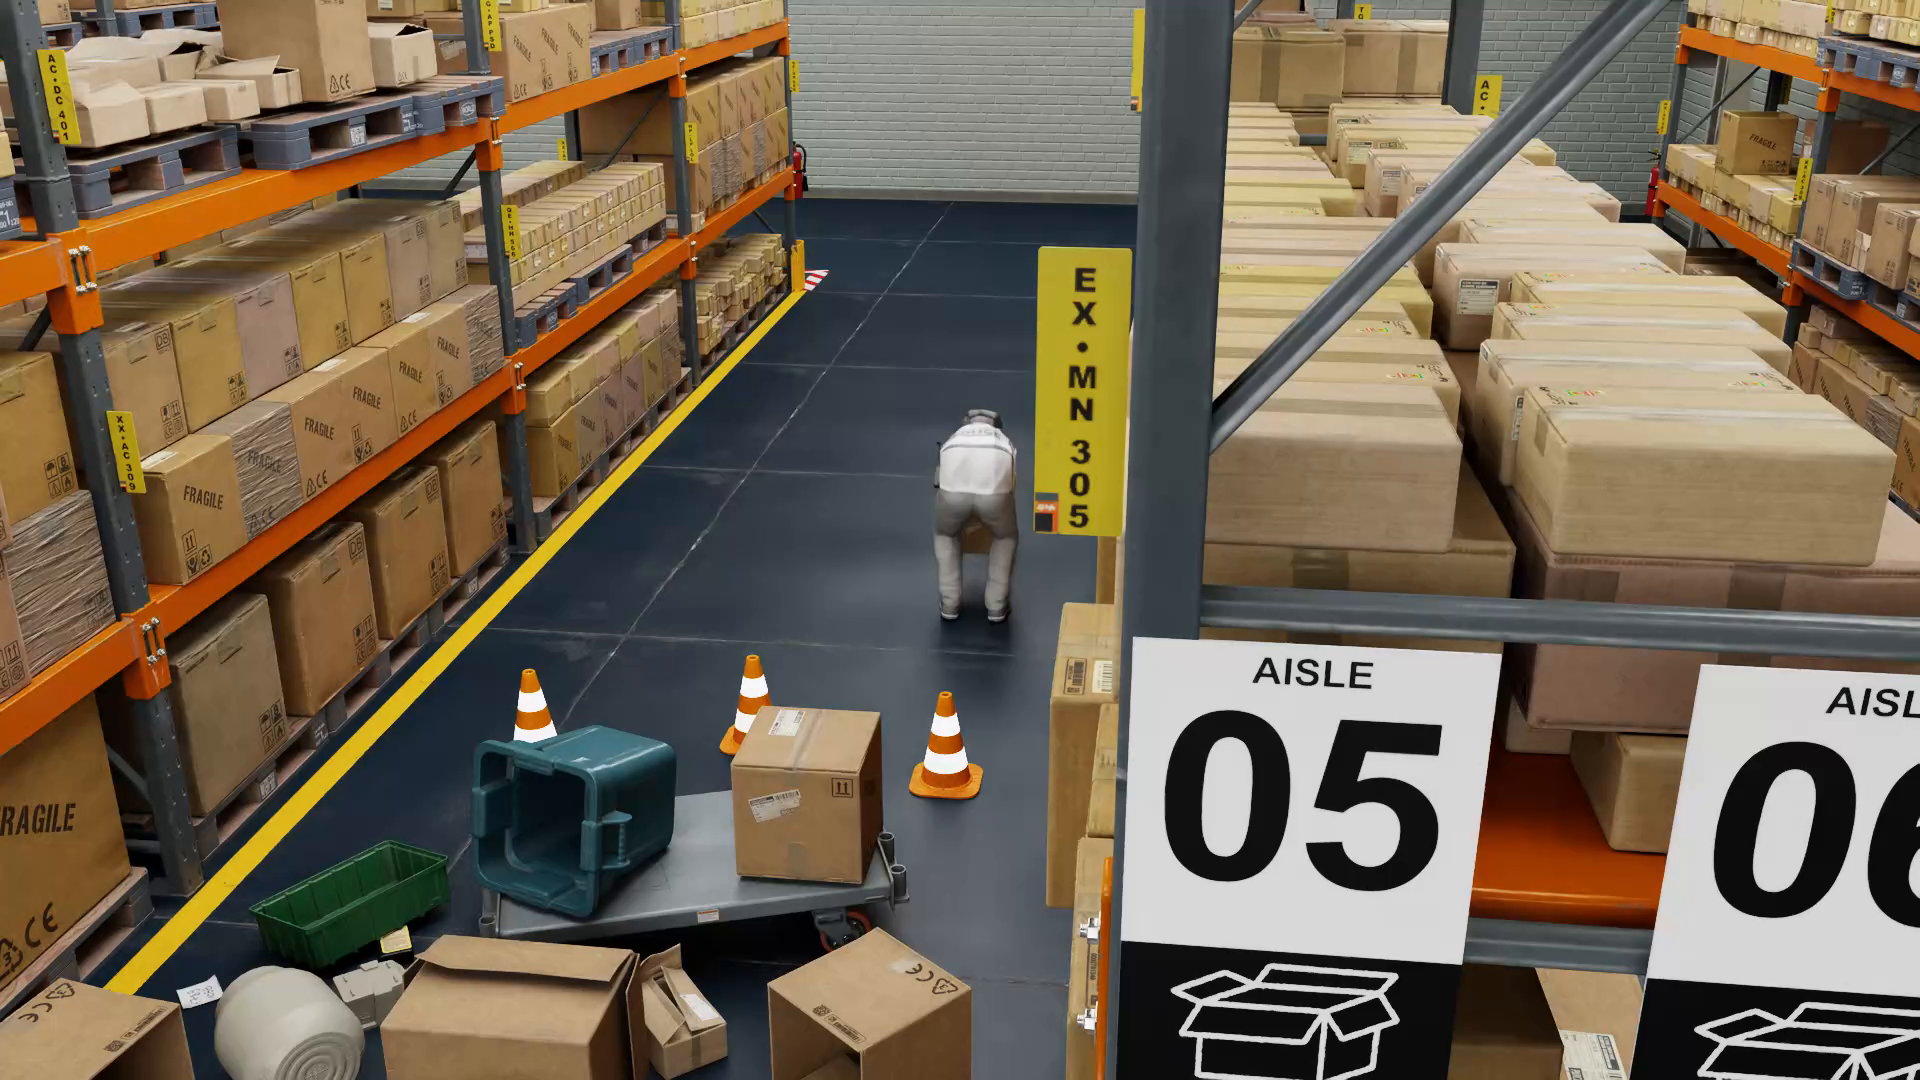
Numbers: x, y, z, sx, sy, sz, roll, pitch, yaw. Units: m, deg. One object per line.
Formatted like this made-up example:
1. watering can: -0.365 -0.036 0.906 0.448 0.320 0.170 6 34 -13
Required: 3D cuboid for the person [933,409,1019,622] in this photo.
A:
1. person: 0.109 -0.162 9.904 0.504 1.102 1.046 2 21 4
